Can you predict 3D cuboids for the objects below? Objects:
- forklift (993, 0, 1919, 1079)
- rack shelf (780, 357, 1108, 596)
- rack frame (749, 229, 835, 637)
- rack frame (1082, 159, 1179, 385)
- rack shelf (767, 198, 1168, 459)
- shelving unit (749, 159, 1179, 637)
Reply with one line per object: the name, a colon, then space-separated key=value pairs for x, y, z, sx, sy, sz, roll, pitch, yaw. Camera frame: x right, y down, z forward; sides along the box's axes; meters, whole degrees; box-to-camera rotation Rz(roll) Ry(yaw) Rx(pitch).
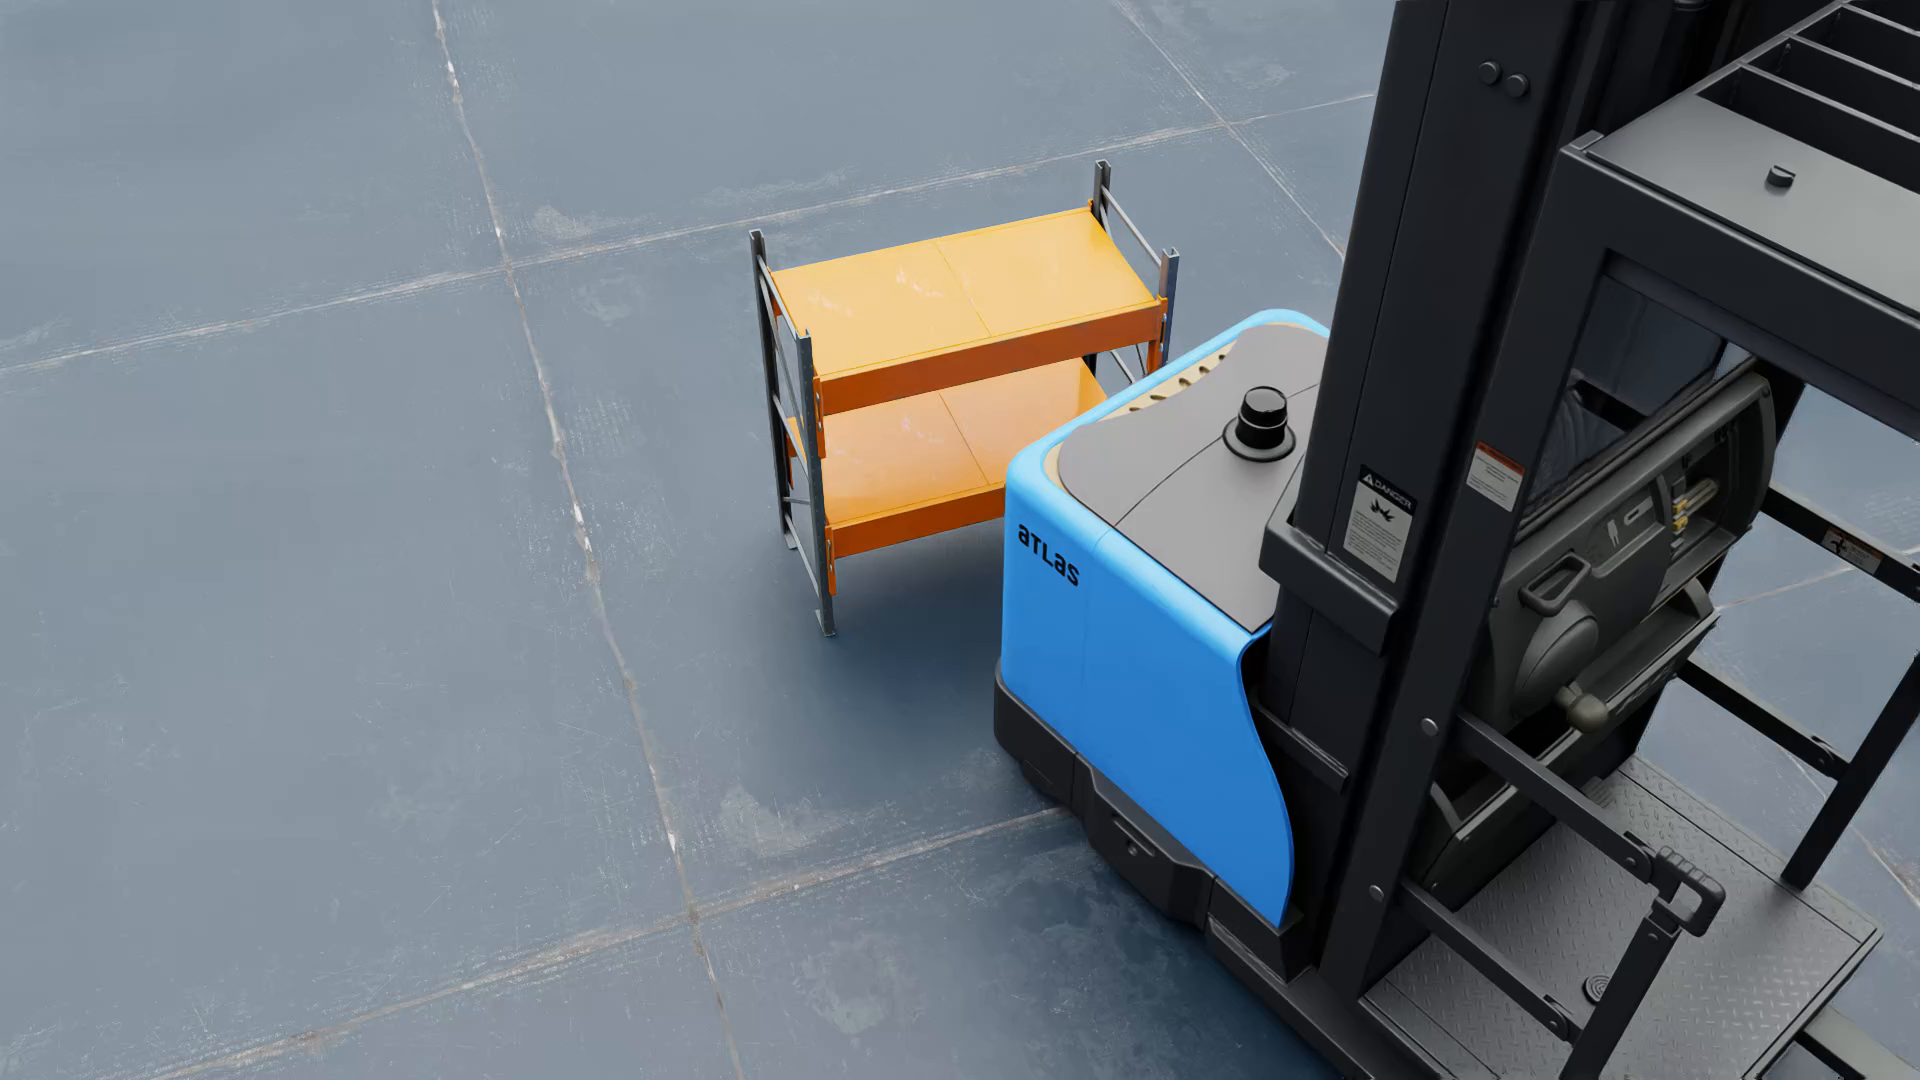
forklift: x=1.429 y=0.108 z=3.073 sx=1.130 sy=2.935 sz=3.031 roll=-31 pitch=53 yaw=-27
rack shelf: x=0.006 y=-0.226 z=5.026 sx=1.000 sy=0.278 sz=0.538 roll=-14 pitch=47 yaw=-14
rack frame: x=-0.472 y=-0.276 z=4.731 sx=0.032 sy=1.125 sz=0.500 roll=-14 pitch=47 yaw=-14
rack frame: x=0.485 y=-0.521 z=4.975 sx=0.032 sy=1.125 sz=0.500 roll=-14 pitch=47 yaw=-14
rack shelf: x=0.006 y=-0.605 z=4.646 sx=1.000 sy=0.278 sz=0.538 roll=-14 pitch=47 yaw=-14
shelving unit: x=0.006 y=-0.399 z=4.853 sx=1.048 sy=1.125 sz=0.538 roll=-14 pitch=47 yaw=-14
